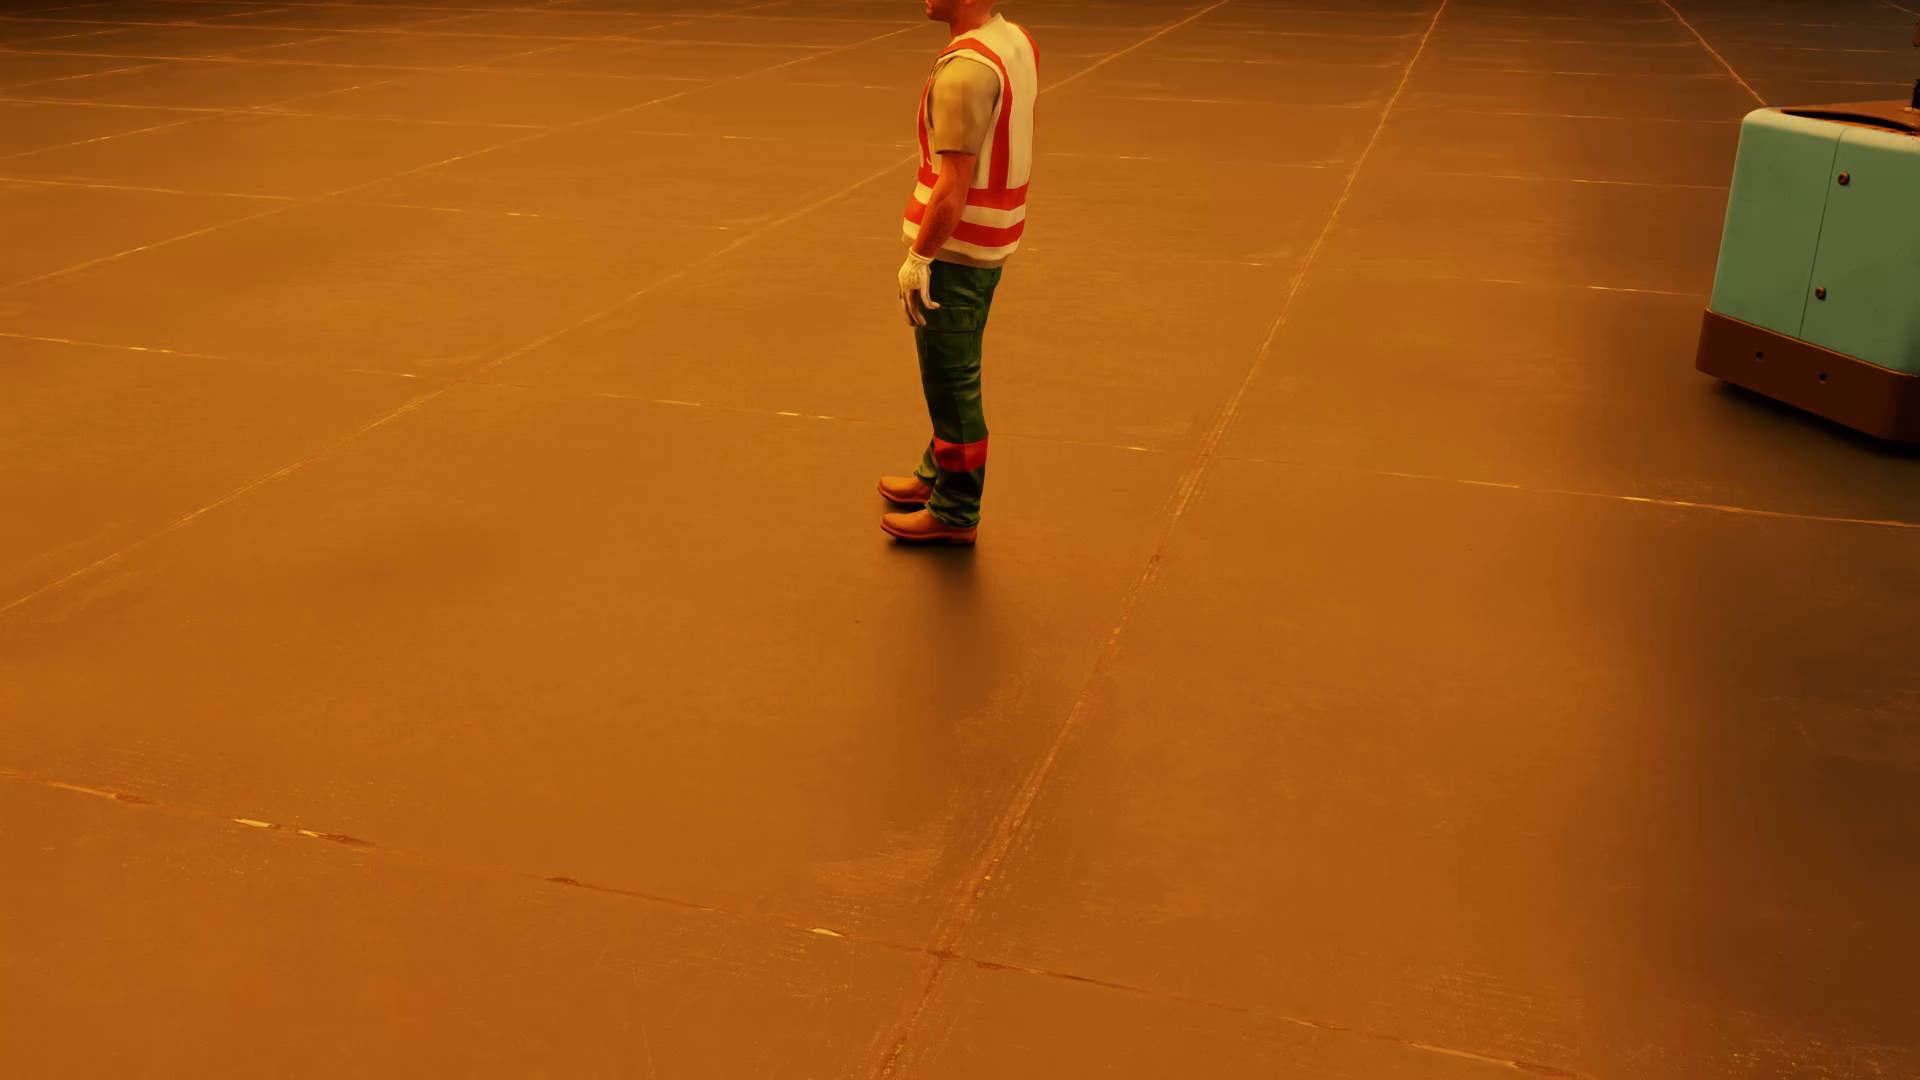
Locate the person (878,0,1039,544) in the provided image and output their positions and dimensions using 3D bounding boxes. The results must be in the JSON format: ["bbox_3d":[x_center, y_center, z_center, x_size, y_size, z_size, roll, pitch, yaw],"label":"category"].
[{"bbox_3d":[-0.074,-0.847,4.809,0.562,1.790,0.637,7,23,16],"label":"person"}]

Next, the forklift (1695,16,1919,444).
[{"bbox_3d":[4.481,-1.991,6.102,3.031,2.935,1.130,-8,24,-18],"label":"forklift"}]
